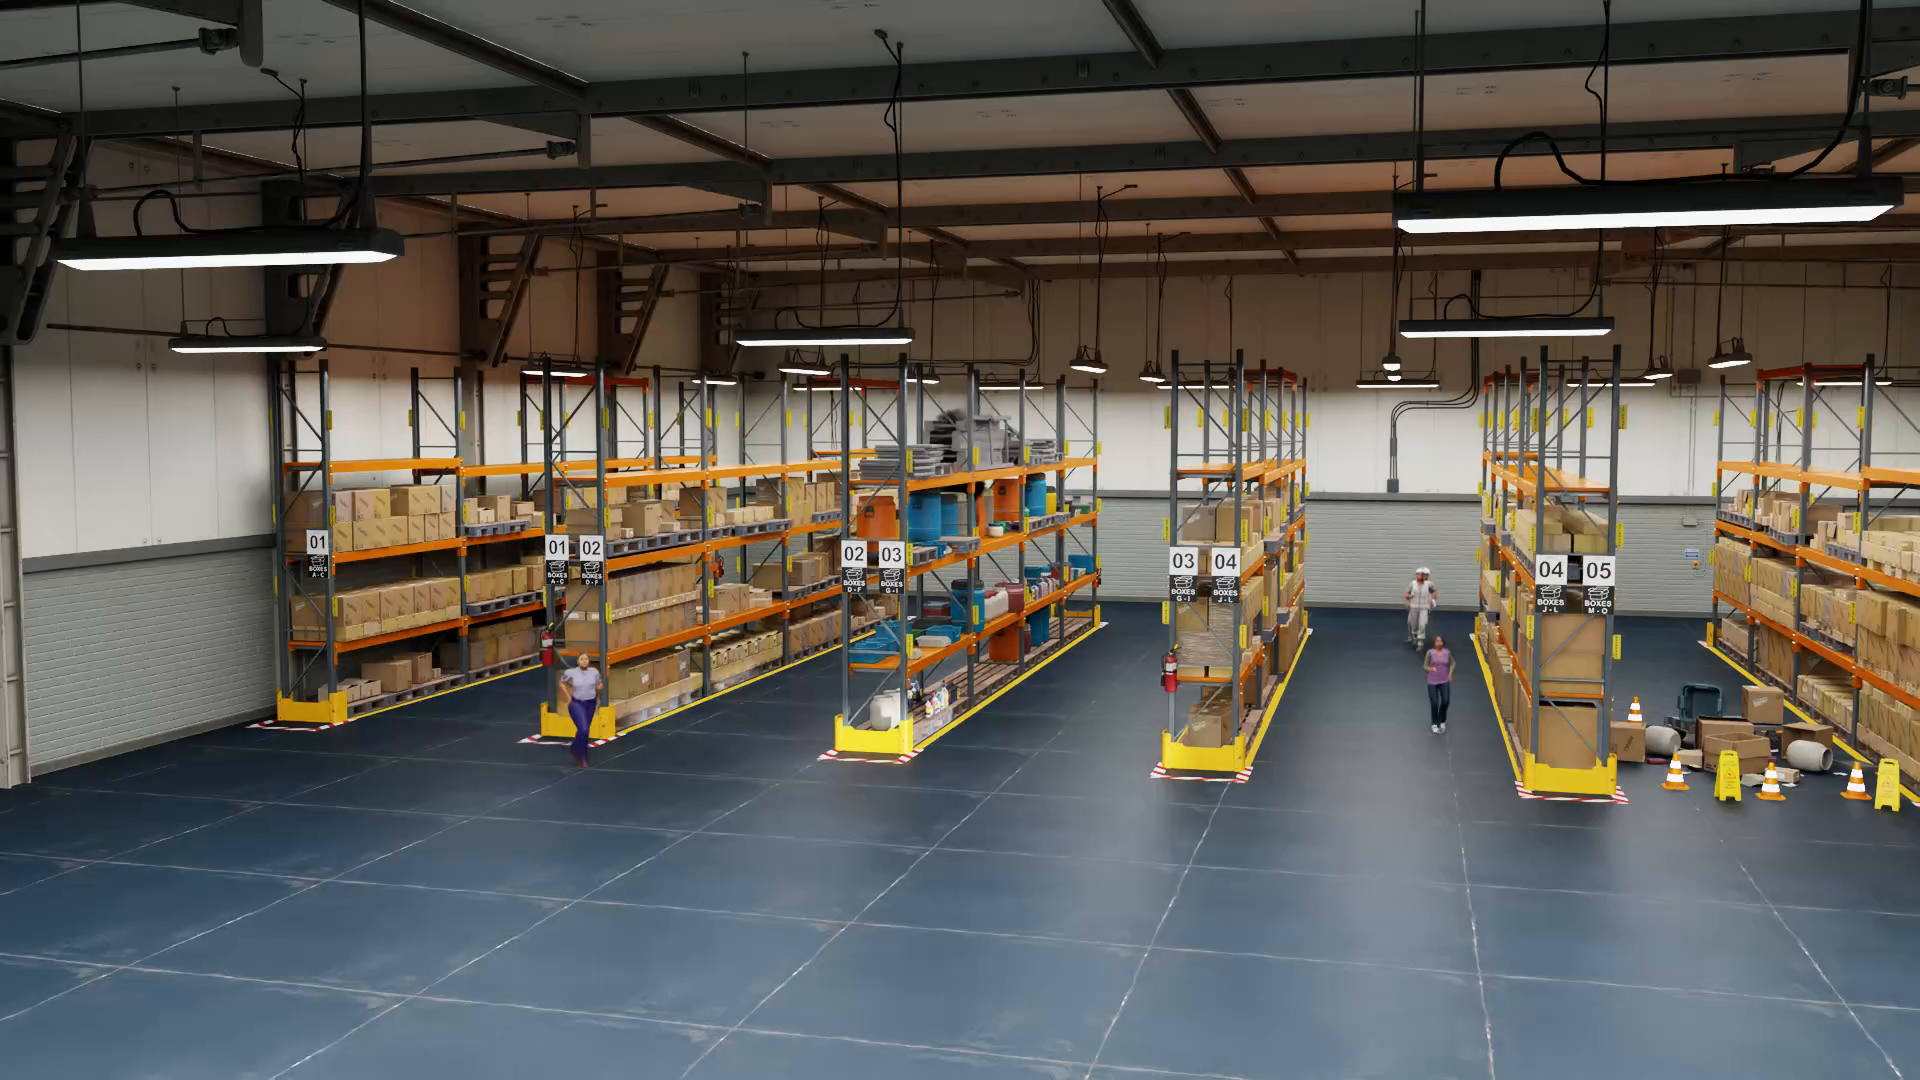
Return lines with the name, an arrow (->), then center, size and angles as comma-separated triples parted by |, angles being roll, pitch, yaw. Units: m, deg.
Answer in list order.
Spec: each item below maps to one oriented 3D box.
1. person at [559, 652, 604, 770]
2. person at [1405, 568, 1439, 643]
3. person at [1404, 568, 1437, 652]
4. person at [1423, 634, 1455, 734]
person -> -5.463, 2.476, 24.131 | 0.576, 1.693, 0.762 | -3, 5, -40
person -> 10.362, 1.471, 37.326 | 0.706, 1.708, 0.504 | 3, 5, 33
person -> 9.957, 1.491, 36.019 | 0.665, 1.771, 1.004 | 2, 4, 21
person -> 7.640, 2.302, 26.496 | 0.516, 1.588, 0.608 | 1, 4, 10
